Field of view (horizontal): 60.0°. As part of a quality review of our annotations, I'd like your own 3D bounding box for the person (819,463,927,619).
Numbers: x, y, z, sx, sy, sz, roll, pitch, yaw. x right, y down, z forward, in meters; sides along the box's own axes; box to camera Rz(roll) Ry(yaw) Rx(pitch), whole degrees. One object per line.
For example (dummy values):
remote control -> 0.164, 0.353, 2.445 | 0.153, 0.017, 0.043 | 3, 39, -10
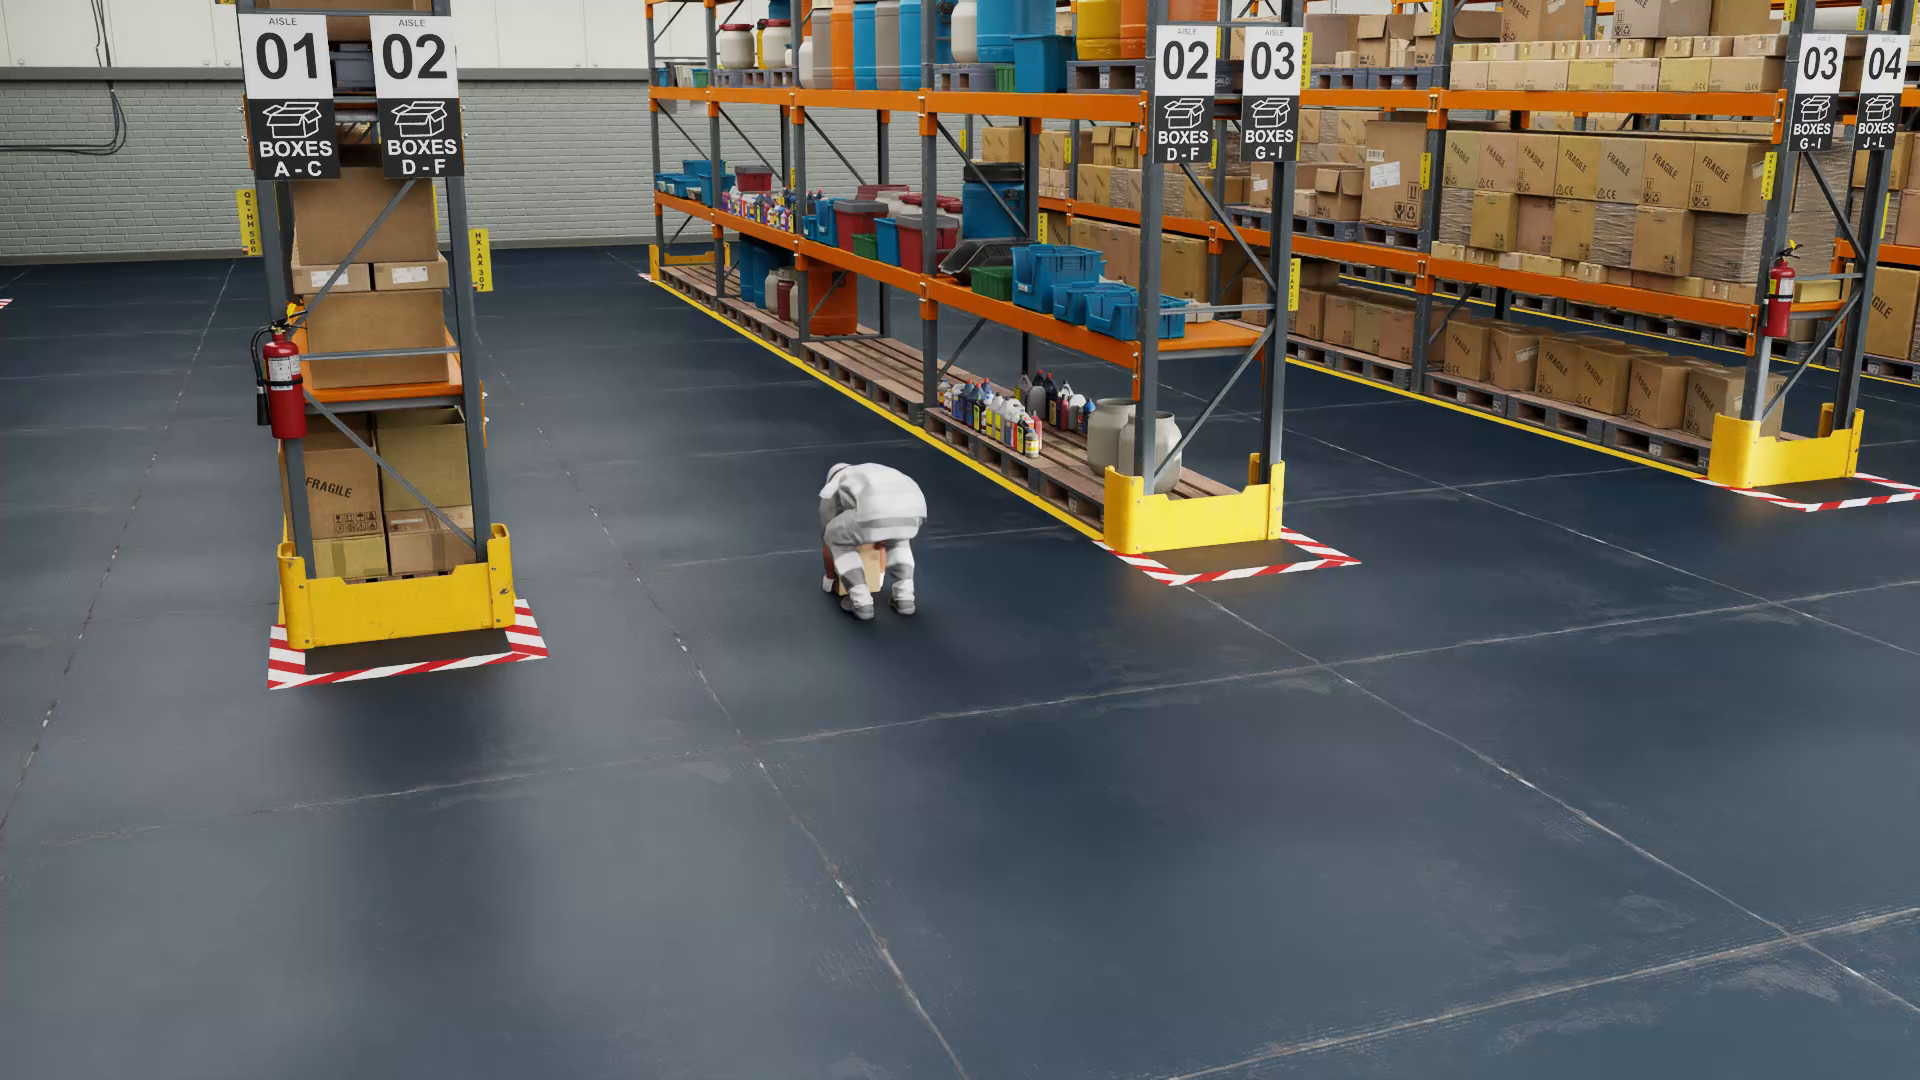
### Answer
person -> -0.519, -0.024, 9.437 | 0.530, 0.842, 0.967 | -6, 17, -22
